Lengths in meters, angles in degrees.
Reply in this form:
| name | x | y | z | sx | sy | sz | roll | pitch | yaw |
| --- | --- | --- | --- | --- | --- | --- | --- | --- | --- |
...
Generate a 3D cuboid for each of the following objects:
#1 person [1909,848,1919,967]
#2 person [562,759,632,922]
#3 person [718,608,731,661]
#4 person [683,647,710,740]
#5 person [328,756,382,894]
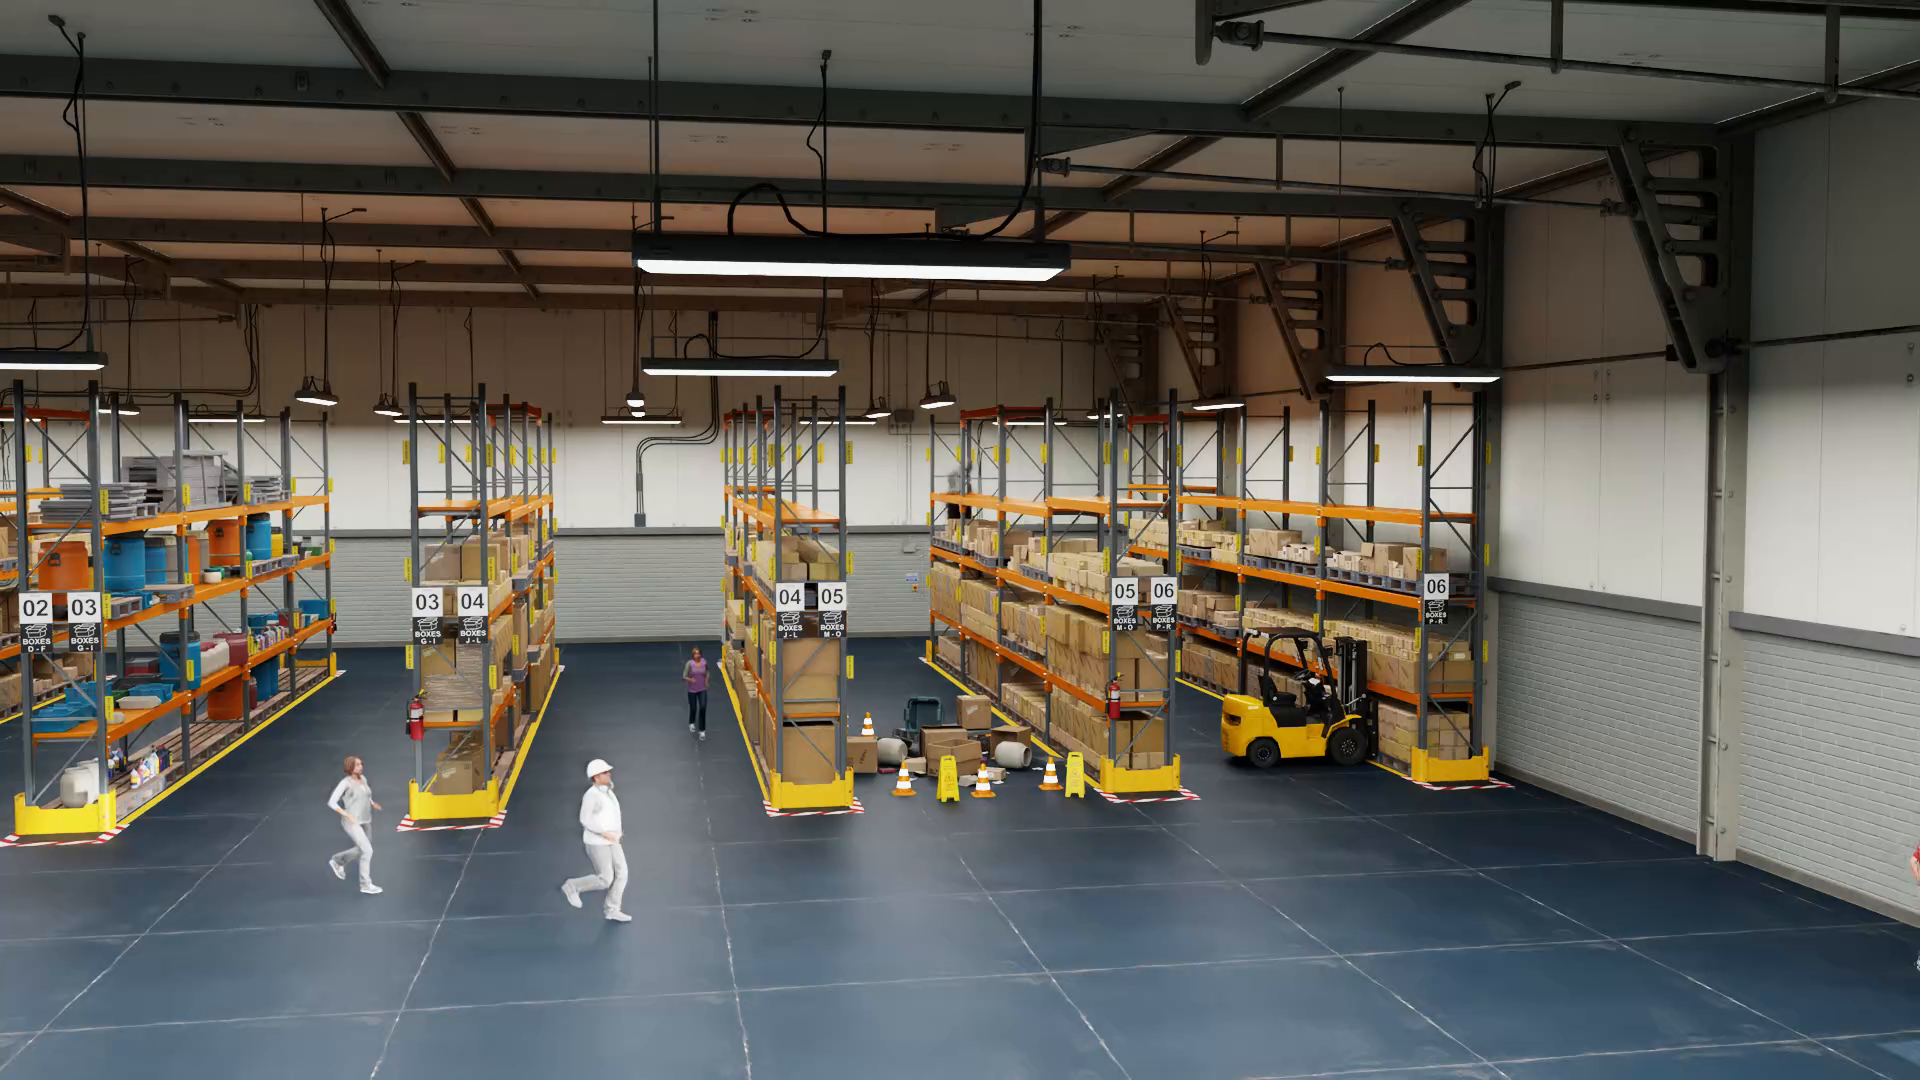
| name | x | y | z | sx | sy | sz | roll | pitch | yaw |
| --- | --- | --- | --- | --- | --- | --- | --- | --- | --- |
| person | 9.102 | 3.342 | 15.164 | 0.657 | 1.723 | 0.967 | -1 | 3 | -17 |
| person | -3.902 | 3.236 | 17.925 | 0.756 | 1.750 | 0.663 | 1 | 3 | 12 |
| person | -5.535 | 2.092 | 40.561 | 0.688 | 1.761 | 0.700 | -1 | 3 | -25 |
| person | -4.688 | 2.709 | 29.593 | 0.508 | 1.602 | 0.833 | -1 | 3 | -16 |
| person | -6.957 | 3.252 | 19.055 | 0.743 | 1.561 | 0.546 | 1 | 3 | 18 |
